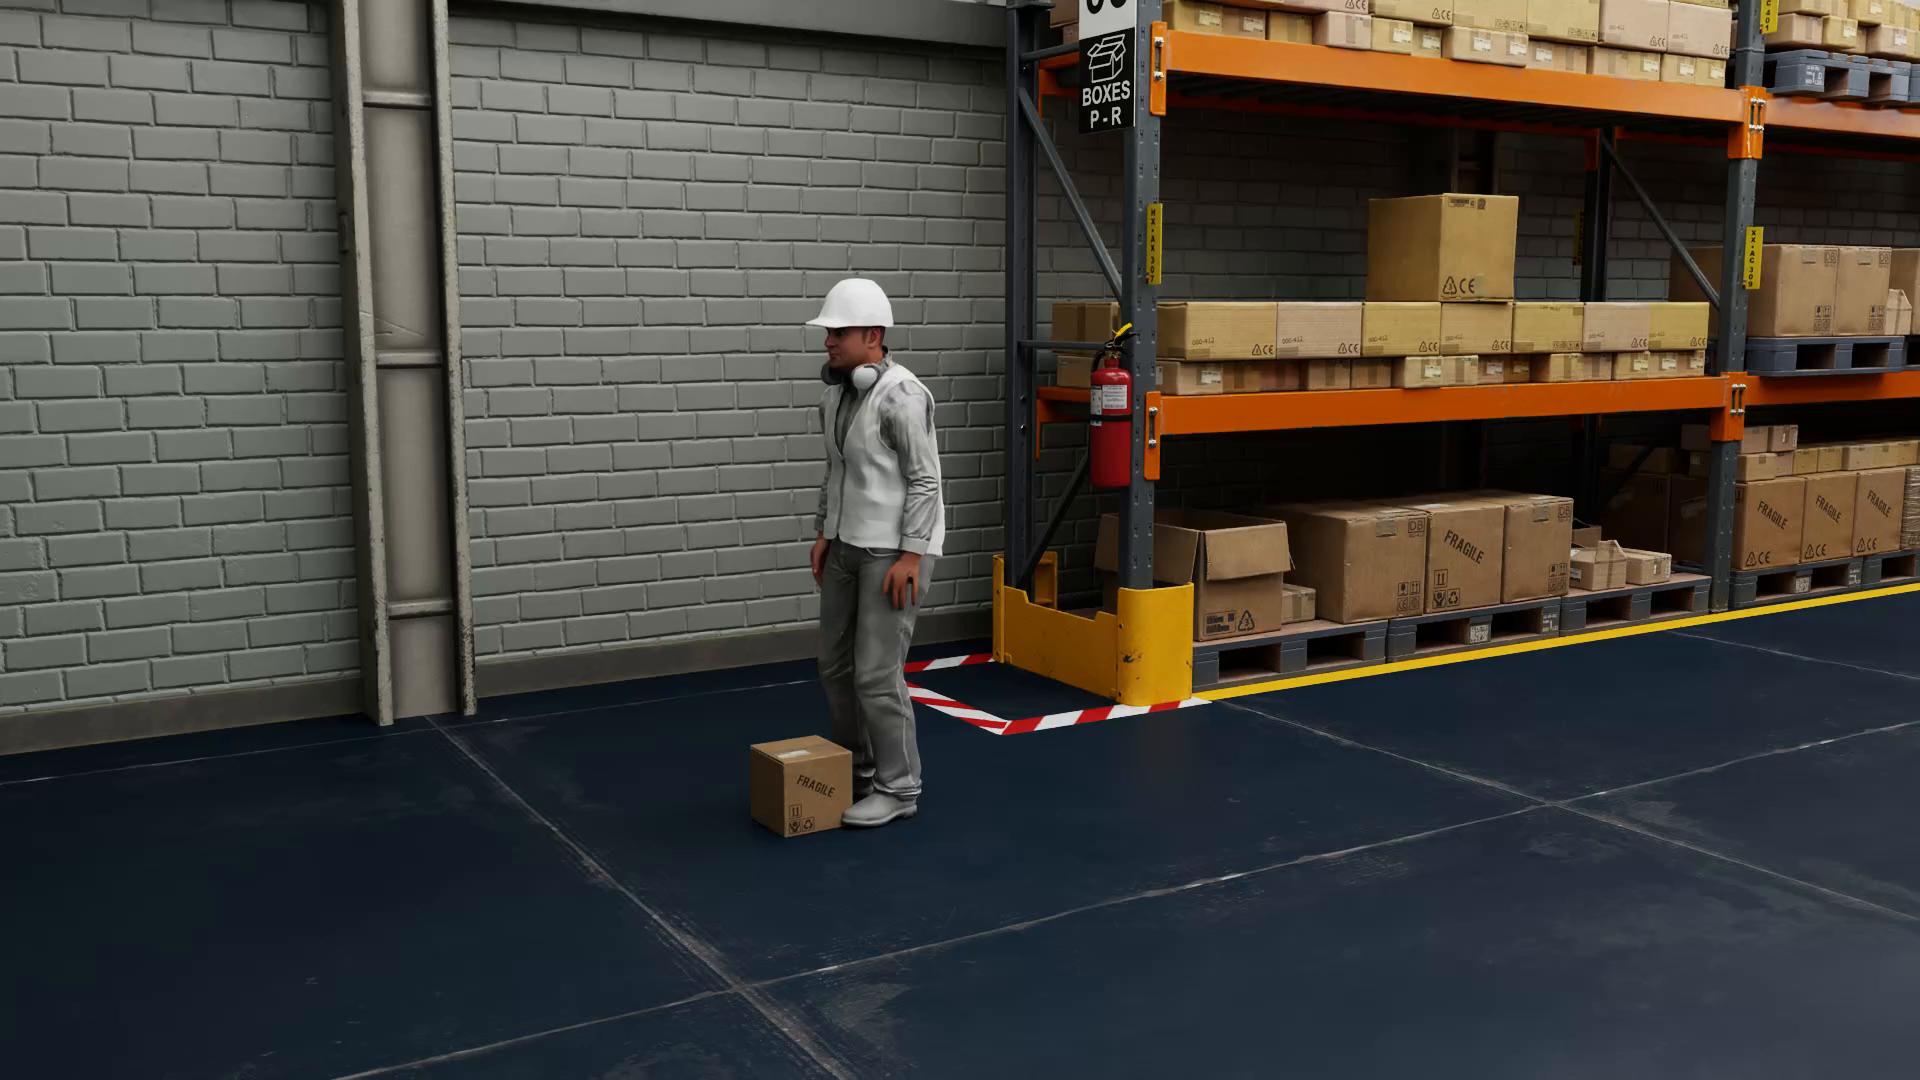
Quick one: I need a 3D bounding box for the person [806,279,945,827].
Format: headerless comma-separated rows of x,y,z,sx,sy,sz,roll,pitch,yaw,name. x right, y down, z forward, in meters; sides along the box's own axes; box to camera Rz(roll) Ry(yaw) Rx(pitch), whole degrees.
-0.298,0.034,5.490,0.465,1.771,0.592,-6,10,-34,person
